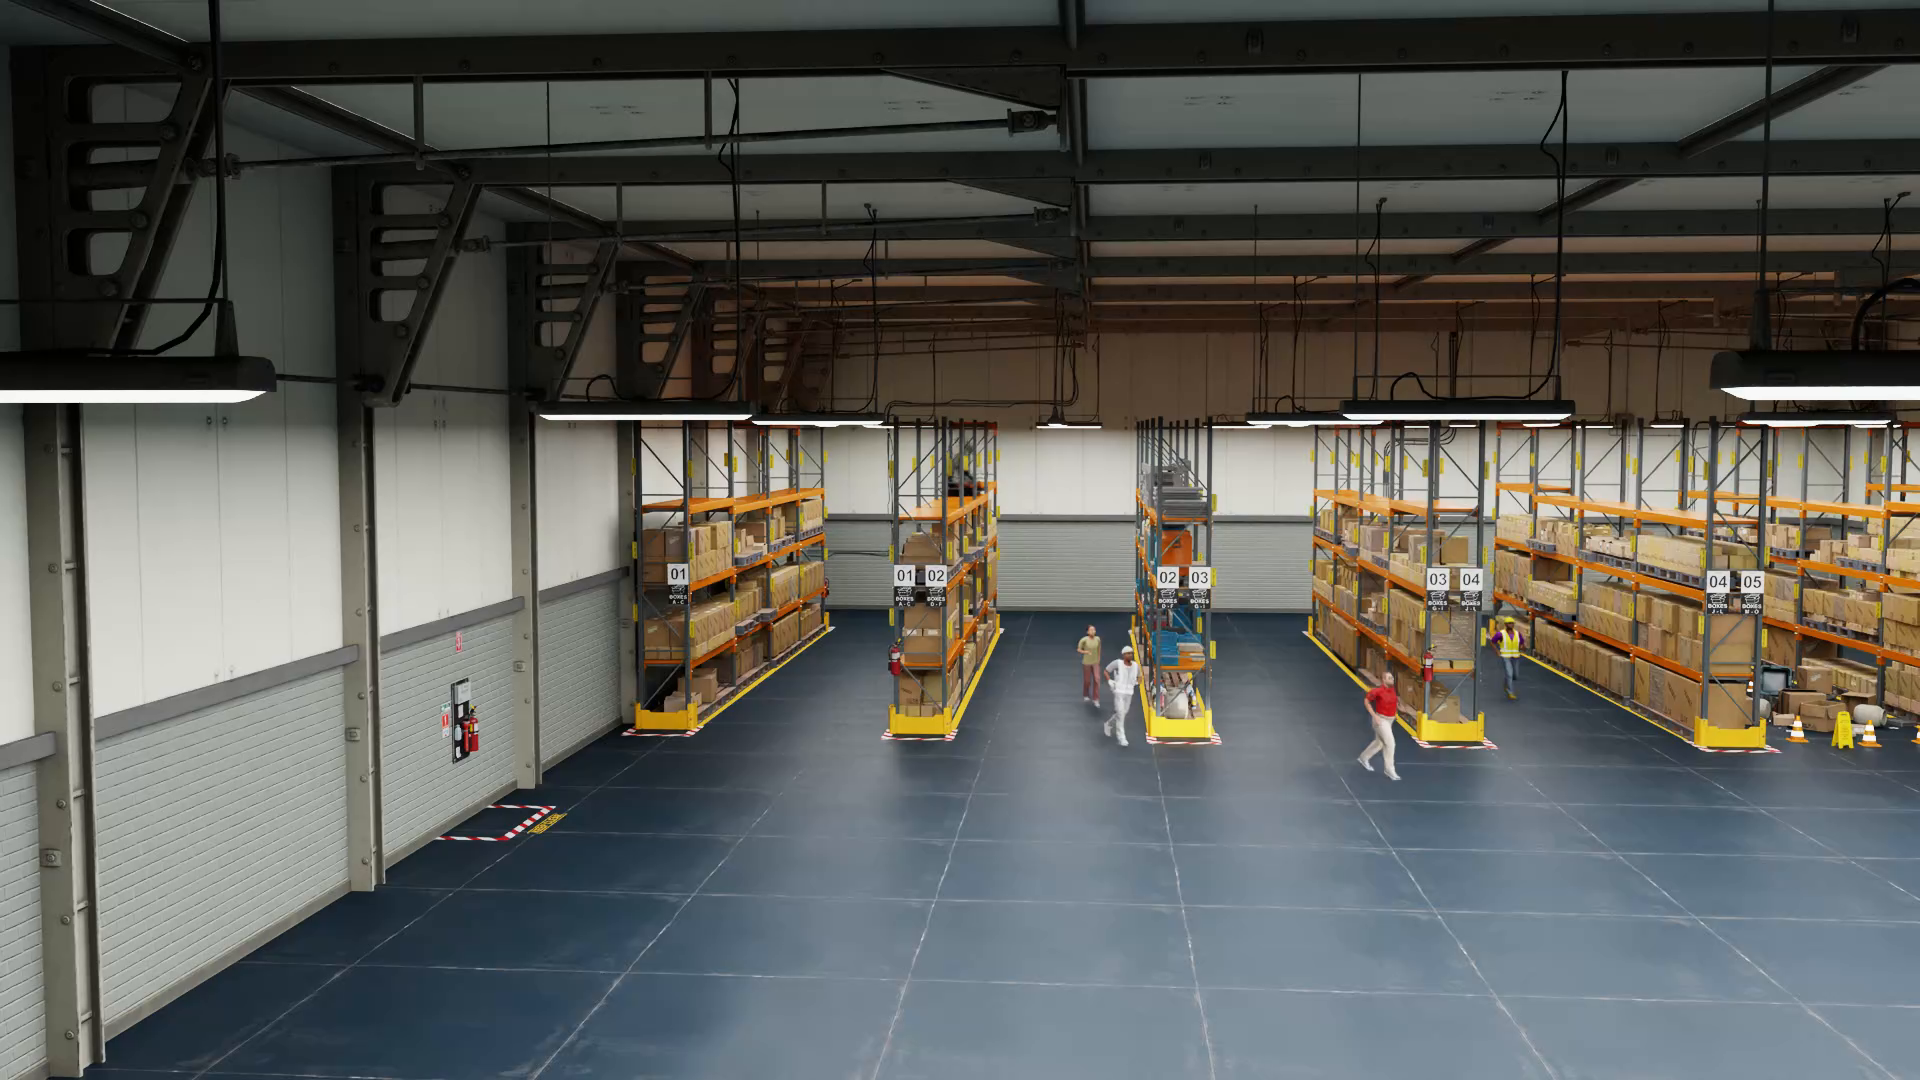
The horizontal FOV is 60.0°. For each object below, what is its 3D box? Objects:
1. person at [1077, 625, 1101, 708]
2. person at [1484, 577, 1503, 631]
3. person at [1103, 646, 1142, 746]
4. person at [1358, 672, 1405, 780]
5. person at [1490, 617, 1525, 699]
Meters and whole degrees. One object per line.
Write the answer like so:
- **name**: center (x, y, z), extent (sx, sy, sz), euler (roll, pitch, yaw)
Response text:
- **person**: center (2.717, 2.617, 34.823), extent (0.563, 1.714, 0.785), euler (-1, 4, -9)
- **person**: center (15.263, 1.872, 47.546), extent (0.748, 1.489, 0.876), euler (0, 4, 6)
- **person**: center (3.035, 2.844, 30.764), extent (0.715, 1.772, 0.926), euler (-2, 4, -23)
- **person**: center (6.997, 3.056, 27.631), extent (0.854, 1.773, 0.655), euler (3, 5, 39)
- **person**: center (11.788, 2.525, 35.719), extent (0.714, 1.736, 0.837), euler (0, 4, -4)
